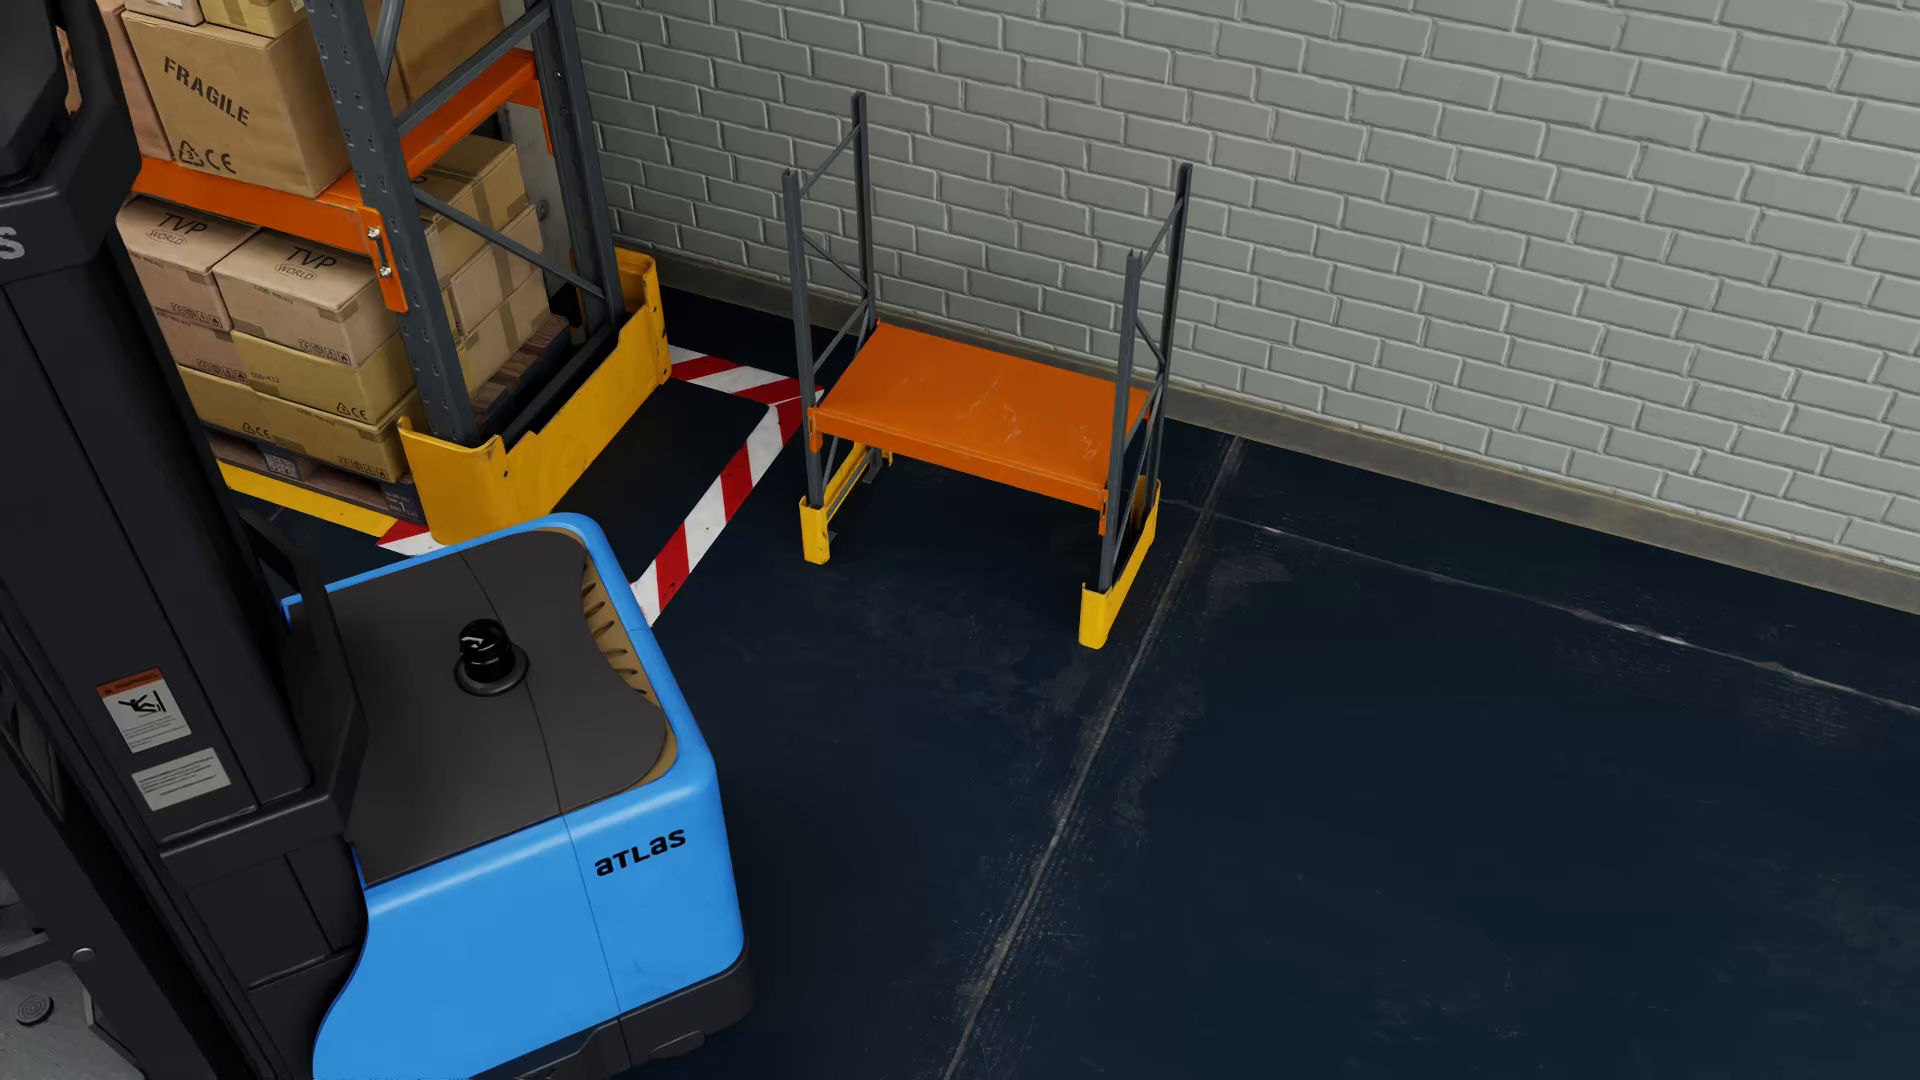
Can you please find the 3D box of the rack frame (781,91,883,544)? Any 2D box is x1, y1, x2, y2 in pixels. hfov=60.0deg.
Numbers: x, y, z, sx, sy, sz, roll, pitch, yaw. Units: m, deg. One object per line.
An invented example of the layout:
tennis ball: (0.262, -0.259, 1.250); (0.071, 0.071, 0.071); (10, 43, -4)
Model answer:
rack frame: (-0.390, -0.647, 5.336); (0.032, 1.500, 0.500); (16, 47, 16)

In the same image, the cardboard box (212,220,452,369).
cardboard box: (-2.040, -0.860, 5.431); (0.500, 0.250, 0.500); (18, 48, 17)

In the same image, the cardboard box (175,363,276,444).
cardboard box: (-2.505, -0.647, 5.925); (0.500, 0.250, 0.500); (16, 47, 16)

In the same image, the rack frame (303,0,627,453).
rack frame: (-1.495, -1.410, 5.040); (0.127, 3.000, 1.000); (16, 47, 16)

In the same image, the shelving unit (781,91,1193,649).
shelving unit: (0.070, -0.511, 5.200); (1.083, 1.500, 0.587); (16, 47, 16)

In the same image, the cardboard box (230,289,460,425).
cardboard box: (-2.064, -0.690, 5.614); (0.500, 0.250, 0.500); (16, 47, 15)

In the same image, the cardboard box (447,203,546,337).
cardboard box: (-1.849, -1.024, 5.950); (0.500, 0.250, 0.500); (17, 47, 17)

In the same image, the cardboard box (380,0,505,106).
cardboard box: (-1.845, -1.760, 5.322); (0.500, 0.500, 0.500); (18, 48, 17)

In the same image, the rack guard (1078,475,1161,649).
rack guard: (0.530, 0.067, 5.505); (0.087, 0.250, 0.587); (16, 47, 16)

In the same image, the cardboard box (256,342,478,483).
cardboard box: (-2.050, -0.506, 5.783); (0.500, 0.250, 0.500); (17, 47, 16)

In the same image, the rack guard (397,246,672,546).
rack guard: (-1.472, -0.517, 5.915); (0.348, 0.500, 1.175); (16, 47, 16)

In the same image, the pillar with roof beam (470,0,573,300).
pillar with roof beam: (-3.448, -1.510, 0.887); (0.400, 9.000, 9.100); (16, 47, 16)

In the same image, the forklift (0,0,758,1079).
forklift: (-2.094, 0.393, 3.277); (3.031, 2.935, 1.130); (-19, 48, -18)

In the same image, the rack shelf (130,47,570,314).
rack shelf: (-3.340, -1.698, 5.840); (4.000, 0.370, 1.077); (16, 47, 16)

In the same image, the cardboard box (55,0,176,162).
cardboard box: (-2.525, -1.555, 5.115); (0.500, 0.500, 0.500); (18, 48, 17)

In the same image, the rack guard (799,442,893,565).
rack guard: (-0.389, -0.203, 5.777); (0.087, 0.250, 0.587); (16, 47, 16)

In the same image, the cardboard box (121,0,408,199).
cardboard box: (-2.050, -1.408, 4.967); (0.500, 0.500, 0.500); (15, 47, 15)

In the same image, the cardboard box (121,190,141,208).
cardboard box: (-2.983, -1.126, 5.697); (0.500, 0.250, 0.500); (17, 47, 16)

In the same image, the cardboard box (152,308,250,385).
cardboard box: (-2.523, -0.833, 5.758); (0.500, 0.250, 0.500); (16, 47, 15)

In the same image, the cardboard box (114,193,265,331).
cardboard box: (-2.513, -0.995, 5.566); (0.500, 0.250, 0.500); (17, 47, 17)

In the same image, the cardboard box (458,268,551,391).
cardboard box: (-1.873, -0.844, 6.124); (0.500, 0.250, 0.500); (17, 47, 16)

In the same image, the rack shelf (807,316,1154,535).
rack shelf: (0.079, -0.381, 5.325); (1.000, 0.185, 0.538); (16, 47, 16)

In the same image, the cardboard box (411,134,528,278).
cardboard box: (-1.865, -1.192, 5.764); (0.500, 0.250, 0.500); (16, 47, 15)

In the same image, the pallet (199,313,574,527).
pallet: (-2.217, -0.602, 6.205); (1.213, 0.211, 1.003); (16, 47, 16)

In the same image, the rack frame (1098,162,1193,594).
rack frame: (0.548, -0.370, 5.059); (0.032, 1.500, 0.500); (16, 47, 16)

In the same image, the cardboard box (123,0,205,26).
cardboard box: (-2.170, -1.637, 4.738); (0.250, 0.149, 0.380); (17, 47, 16)

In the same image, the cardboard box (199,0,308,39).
cardboard box: (-1.922, -1.587, 4.687); (0.250, 0.149, 0.380); (17, 47, 16)
